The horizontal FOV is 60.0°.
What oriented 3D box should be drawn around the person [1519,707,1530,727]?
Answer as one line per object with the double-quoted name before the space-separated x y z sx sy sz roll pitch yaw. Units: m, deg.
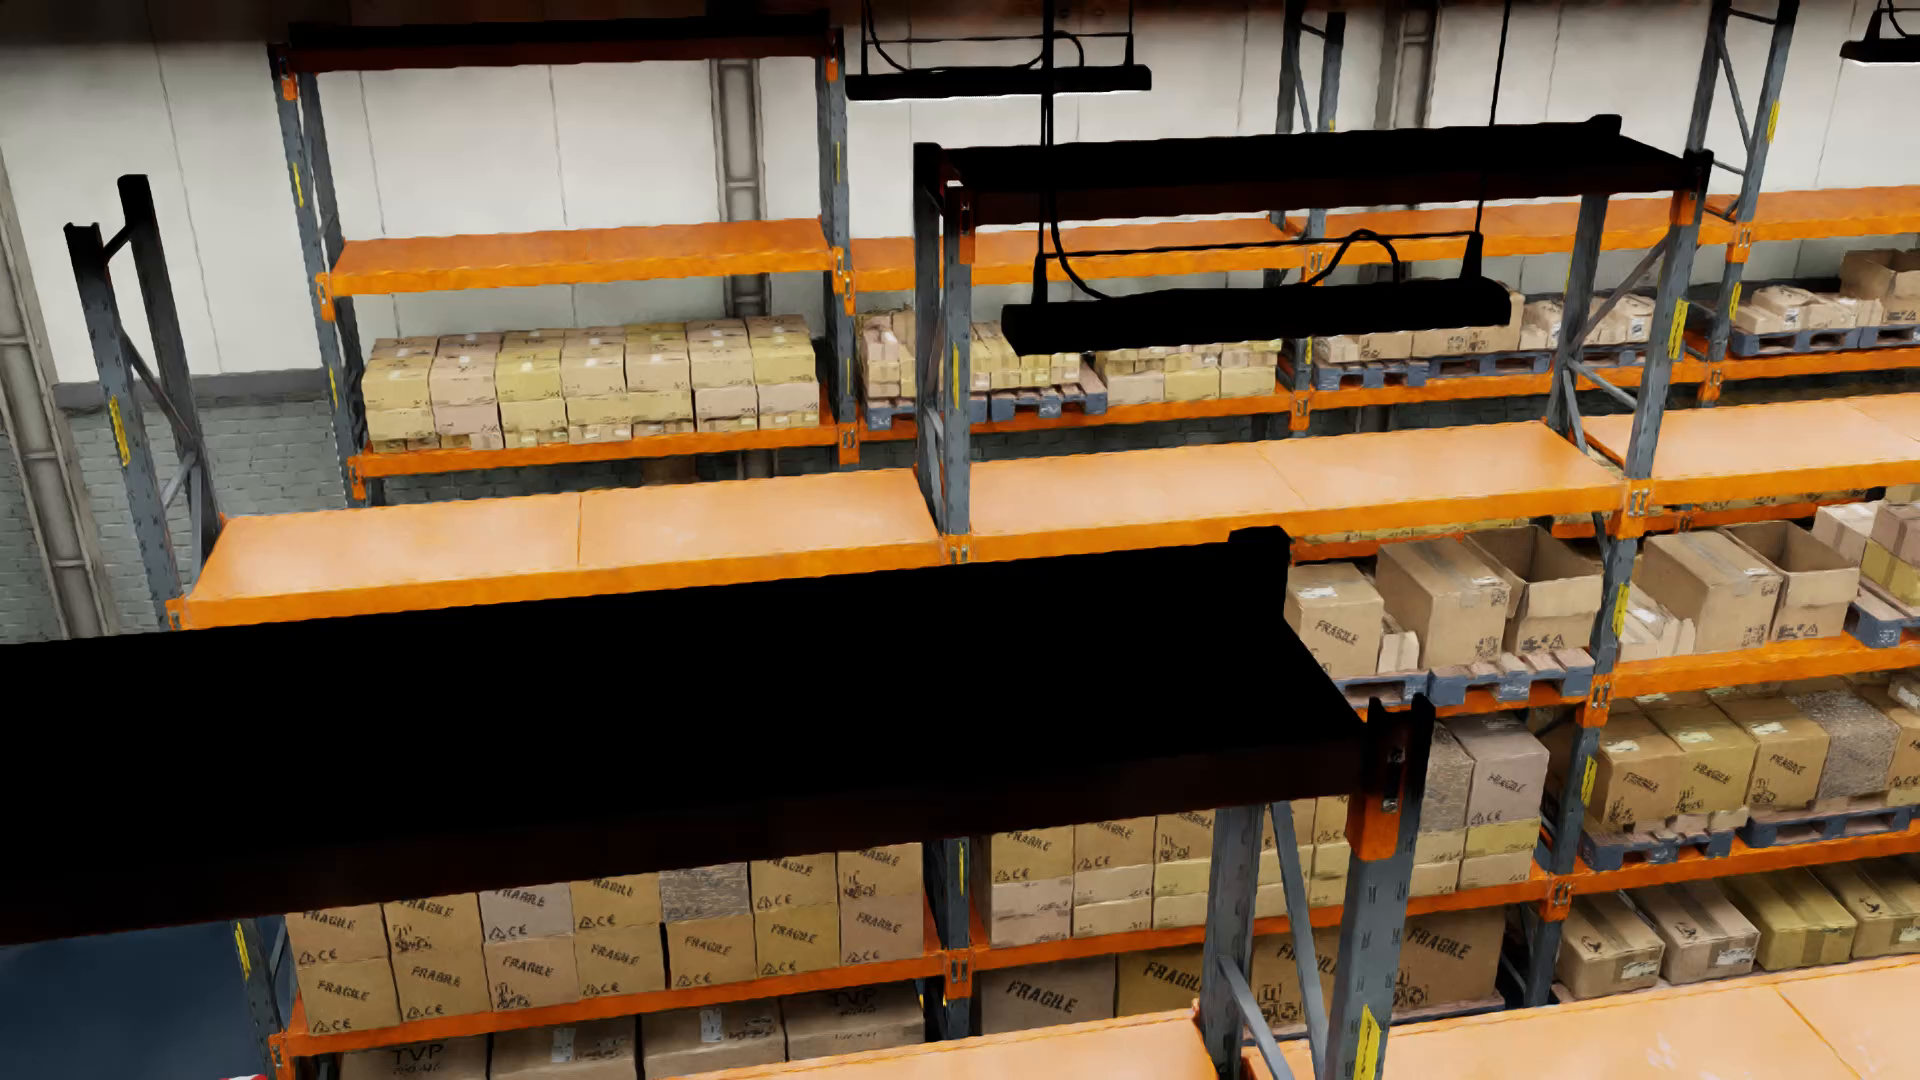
"person" 4.718 1.003 14.181 0.787 1.760 0.629 7 27 14
